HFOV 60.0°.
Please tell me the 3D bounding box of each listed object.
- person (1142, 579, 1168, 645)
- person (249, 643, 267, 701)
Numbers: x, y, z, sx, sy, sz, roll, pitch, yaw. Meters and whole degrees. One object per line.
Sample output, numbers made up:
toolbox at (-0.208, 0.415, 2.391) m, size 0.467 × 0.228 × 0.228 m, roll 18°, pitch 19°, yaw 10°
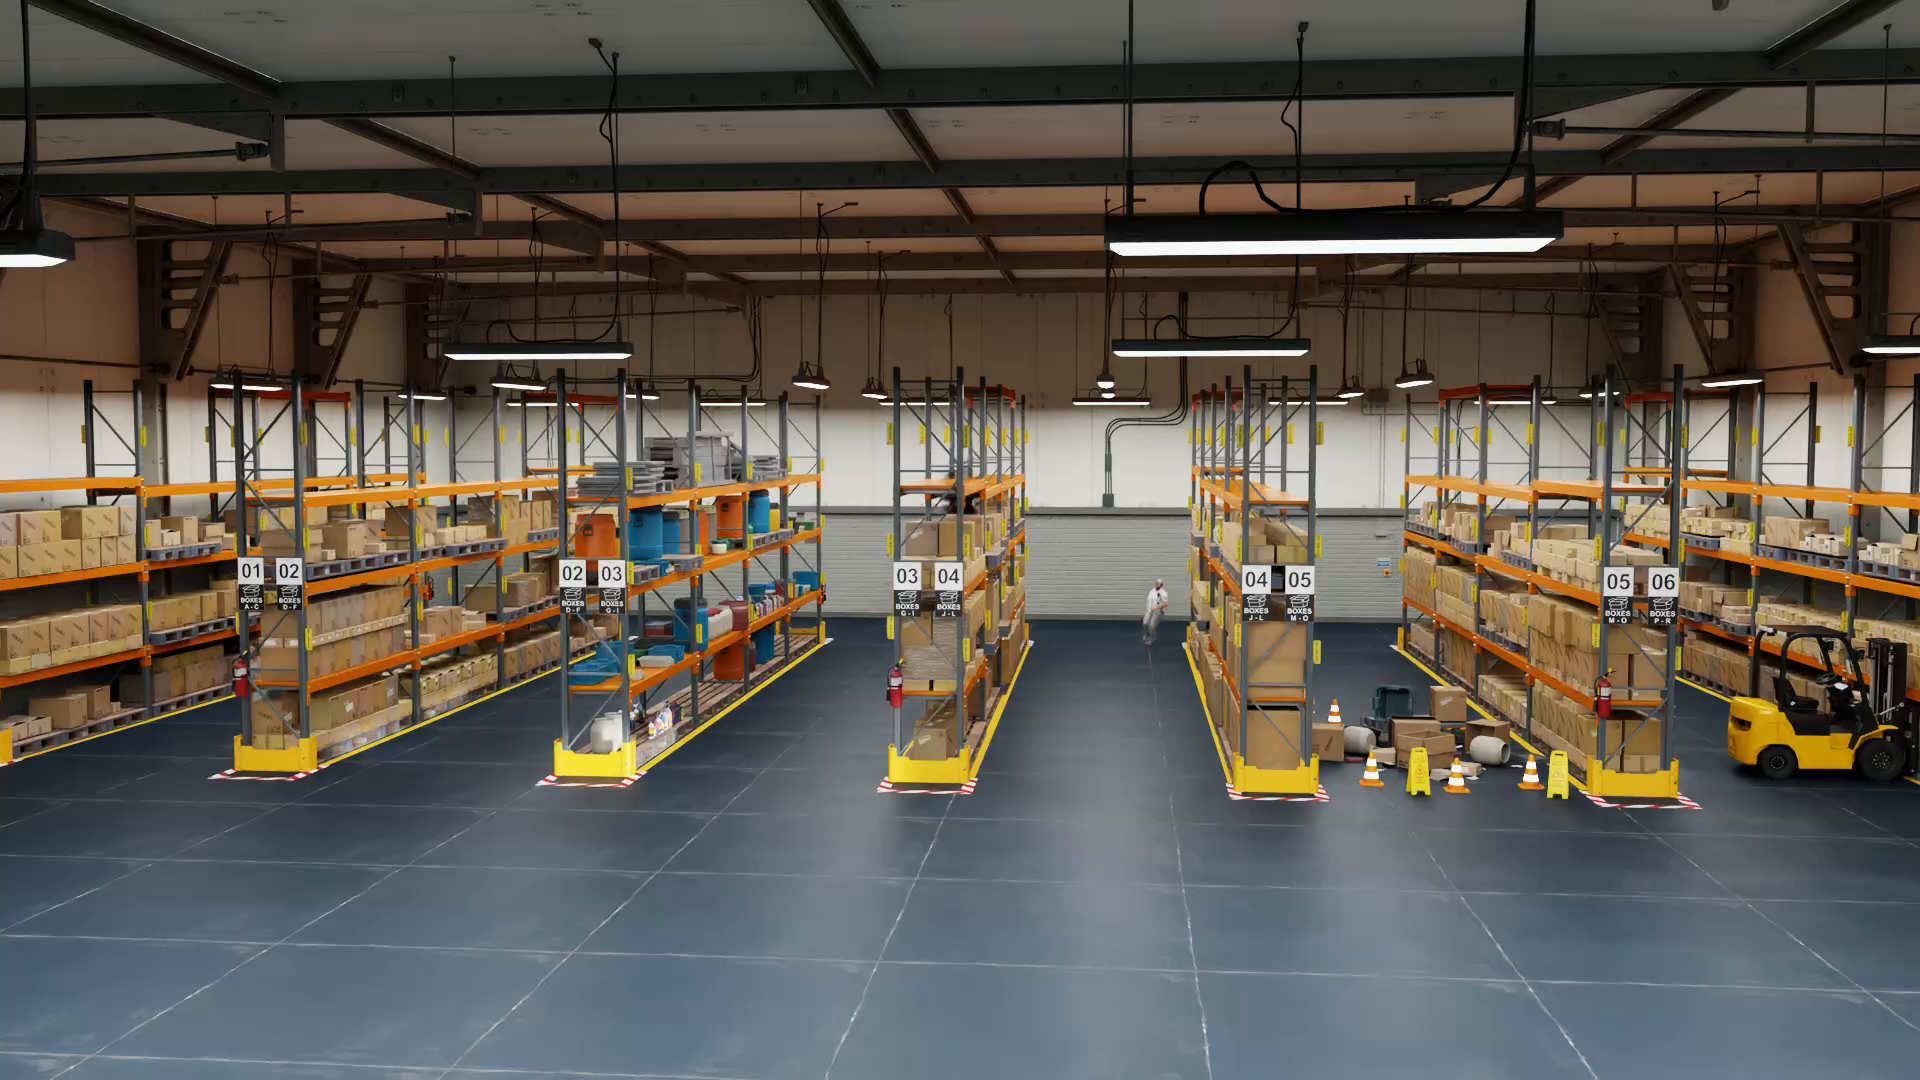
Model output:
person at (4.652, 1.727, 39.801) m, size 0.626 × 1.599 × 0.573 m, roll 2°, pitch 4°, yaw 34°
person at (-11.636, 2.481, 27.528) m, size 0.554 × 1.595 × 0.734 m, roll 0°, pitch 4°, yaw 5°
